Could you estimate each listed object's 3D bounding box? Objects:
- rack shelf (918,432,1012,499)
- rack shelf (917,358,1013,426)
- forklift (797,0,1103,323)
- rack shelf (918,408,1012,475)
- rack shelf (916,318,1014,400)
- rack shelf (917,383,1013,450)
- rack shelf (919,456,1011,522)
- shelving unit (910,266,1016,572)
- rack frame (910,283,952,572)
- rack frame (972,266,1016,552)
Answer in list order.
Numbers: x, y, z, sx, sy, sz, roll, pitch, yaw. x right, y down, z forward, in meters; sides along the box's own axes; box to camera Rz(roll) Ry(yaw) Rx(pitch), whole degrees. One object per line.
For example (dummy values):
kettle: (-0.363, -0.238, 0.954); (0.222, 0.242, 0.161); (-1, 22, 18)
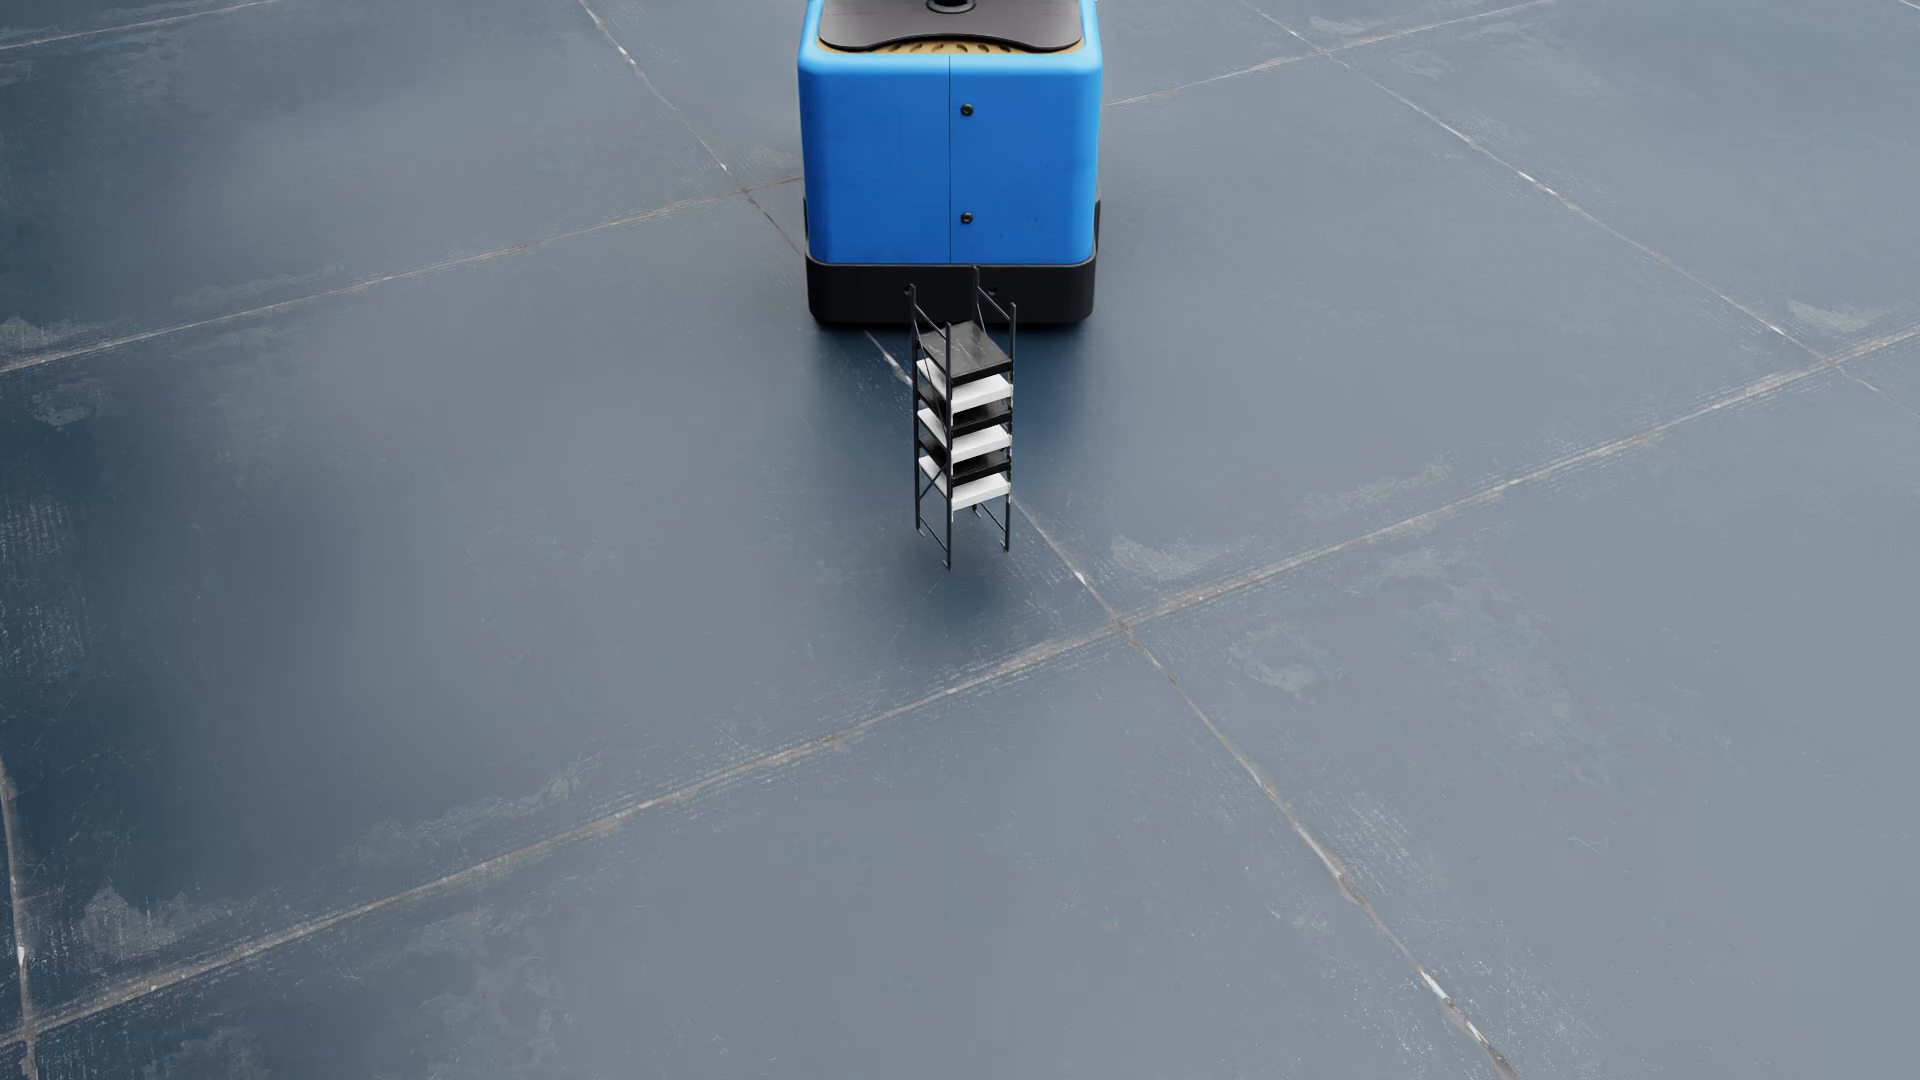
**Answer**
rack shelf: (0.007, -0.252, 5.042); (0.200, 0.077, 0.258); (-19, 44, -21)
rack shelf: (0.007, -0.458, 4.867); (0.200, 0.077, 0.258); (-19, 44, -21)
forklift: (-0.023, -2.834, 6.330); (1.130, 2.935, 3.031); (0, 40, 0)
rack shelf: (0.007, -0.320, 4.984); (0.200, 0.077, 0.258); (-19, 44, -21)
rack shelf: (0.007, -0.527, 4.809); (0.200, 0.077, 0.258); (-19, 44, -21)
rack shelf: (0.007, -0.389, 4.925); (0.200, 0.077, 0.258); (-19, 44, -21)
rack shelf: (0.007, -0.183, 5.100); (0.200, 0.077, 0.258); (-19, 44, -21)
shelving unit: (0.007, -0.346, 4.962); (0.210, 0.900, 0.258); (-19, 44, -21)
rack frame: (-0.083, -0.316, 4.926); (0.006, 0.900, 0.240); (-19, 44, -21)
rack frame: (0.097, -0.376, 4.998); (0.006, 0.900, 0.240); (-19, 44, -21)
